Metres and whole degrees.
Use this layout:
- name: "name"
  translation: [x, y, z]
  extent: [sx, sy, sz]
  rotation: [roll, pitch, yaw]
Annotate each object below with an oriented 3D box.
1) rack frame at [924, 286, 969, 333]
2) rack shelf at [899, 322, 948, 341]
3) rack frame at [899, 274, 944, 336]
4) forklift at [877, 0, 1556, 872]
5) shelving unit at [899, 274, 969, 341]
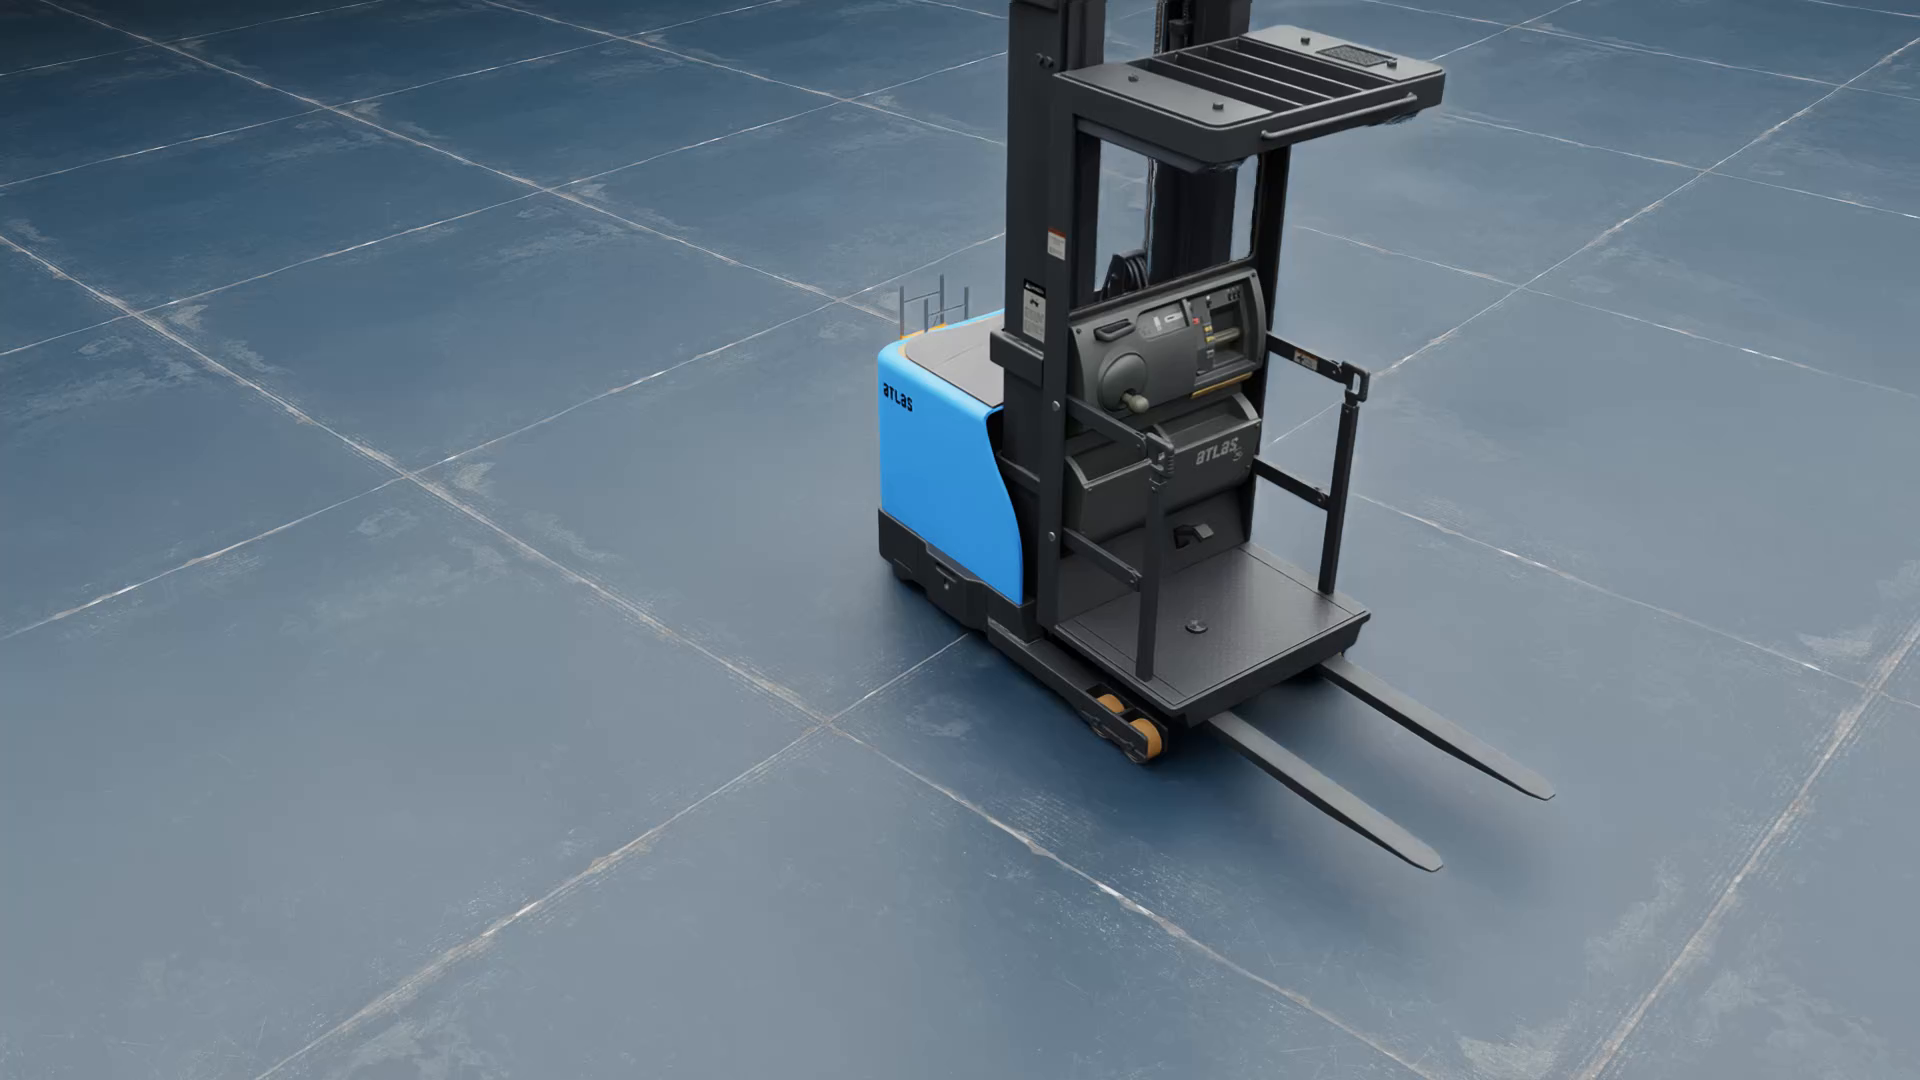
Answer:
- name: "rack frame"
  translation: [-0.058, -0.557, 7.512]
  extent: [0.240, 1.200, 0.006]
  rotation: [-21, 37, -31]
- name: "rack shelf"
  translation: [-0.113, -0.865, 7.412]
  extent: [0.258, 0.103, 0.180]
  rotation: [-21, 37, -31]
- name: "rack frame"
  translation: [-0.168, -0.633, 7.638]
  extent: [0.240, 1.200, 0.006]
  rotation: [-21, 37, -31]
- name: "forklift"
  translation: [0.920, -0.695, 6.063]
  extent: [1.130, 2.935, 3.031]
  rotation: [-21, 37, -31]
- name: "shelving unit"
  translation: [-0.113, -0.595, 7.575]
  extent: [0.258, 1.200, 0.189]
  rotation: [-21, 37, -31]
